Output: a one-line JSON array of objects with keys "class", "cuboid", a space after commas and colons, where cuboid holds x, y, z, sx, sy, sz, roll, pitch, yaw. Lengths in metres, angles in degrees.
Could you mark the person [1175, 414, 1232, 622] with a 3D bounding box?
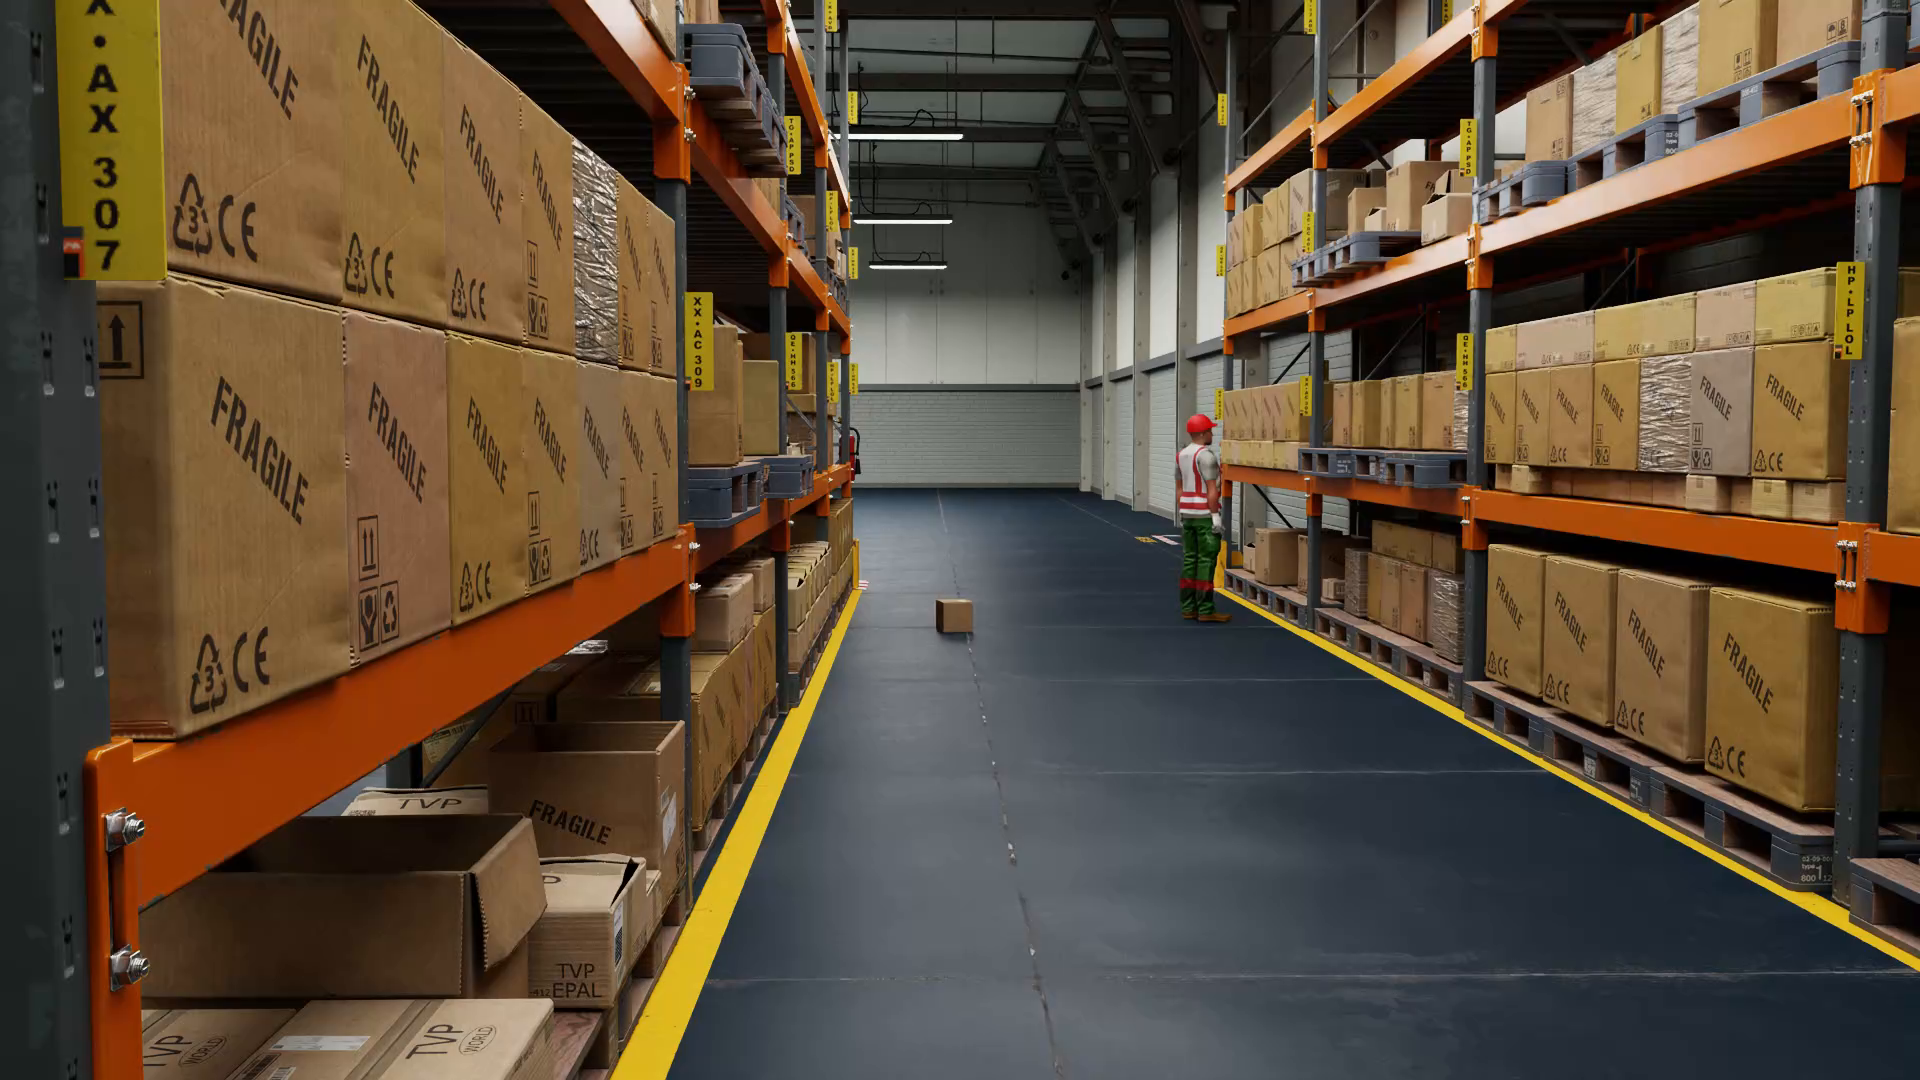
[{"class": "person", "cuboid": [2.112, -0.196, 14.473, 0.359, 1.795, 0.548, -2, 4, -27]}]
